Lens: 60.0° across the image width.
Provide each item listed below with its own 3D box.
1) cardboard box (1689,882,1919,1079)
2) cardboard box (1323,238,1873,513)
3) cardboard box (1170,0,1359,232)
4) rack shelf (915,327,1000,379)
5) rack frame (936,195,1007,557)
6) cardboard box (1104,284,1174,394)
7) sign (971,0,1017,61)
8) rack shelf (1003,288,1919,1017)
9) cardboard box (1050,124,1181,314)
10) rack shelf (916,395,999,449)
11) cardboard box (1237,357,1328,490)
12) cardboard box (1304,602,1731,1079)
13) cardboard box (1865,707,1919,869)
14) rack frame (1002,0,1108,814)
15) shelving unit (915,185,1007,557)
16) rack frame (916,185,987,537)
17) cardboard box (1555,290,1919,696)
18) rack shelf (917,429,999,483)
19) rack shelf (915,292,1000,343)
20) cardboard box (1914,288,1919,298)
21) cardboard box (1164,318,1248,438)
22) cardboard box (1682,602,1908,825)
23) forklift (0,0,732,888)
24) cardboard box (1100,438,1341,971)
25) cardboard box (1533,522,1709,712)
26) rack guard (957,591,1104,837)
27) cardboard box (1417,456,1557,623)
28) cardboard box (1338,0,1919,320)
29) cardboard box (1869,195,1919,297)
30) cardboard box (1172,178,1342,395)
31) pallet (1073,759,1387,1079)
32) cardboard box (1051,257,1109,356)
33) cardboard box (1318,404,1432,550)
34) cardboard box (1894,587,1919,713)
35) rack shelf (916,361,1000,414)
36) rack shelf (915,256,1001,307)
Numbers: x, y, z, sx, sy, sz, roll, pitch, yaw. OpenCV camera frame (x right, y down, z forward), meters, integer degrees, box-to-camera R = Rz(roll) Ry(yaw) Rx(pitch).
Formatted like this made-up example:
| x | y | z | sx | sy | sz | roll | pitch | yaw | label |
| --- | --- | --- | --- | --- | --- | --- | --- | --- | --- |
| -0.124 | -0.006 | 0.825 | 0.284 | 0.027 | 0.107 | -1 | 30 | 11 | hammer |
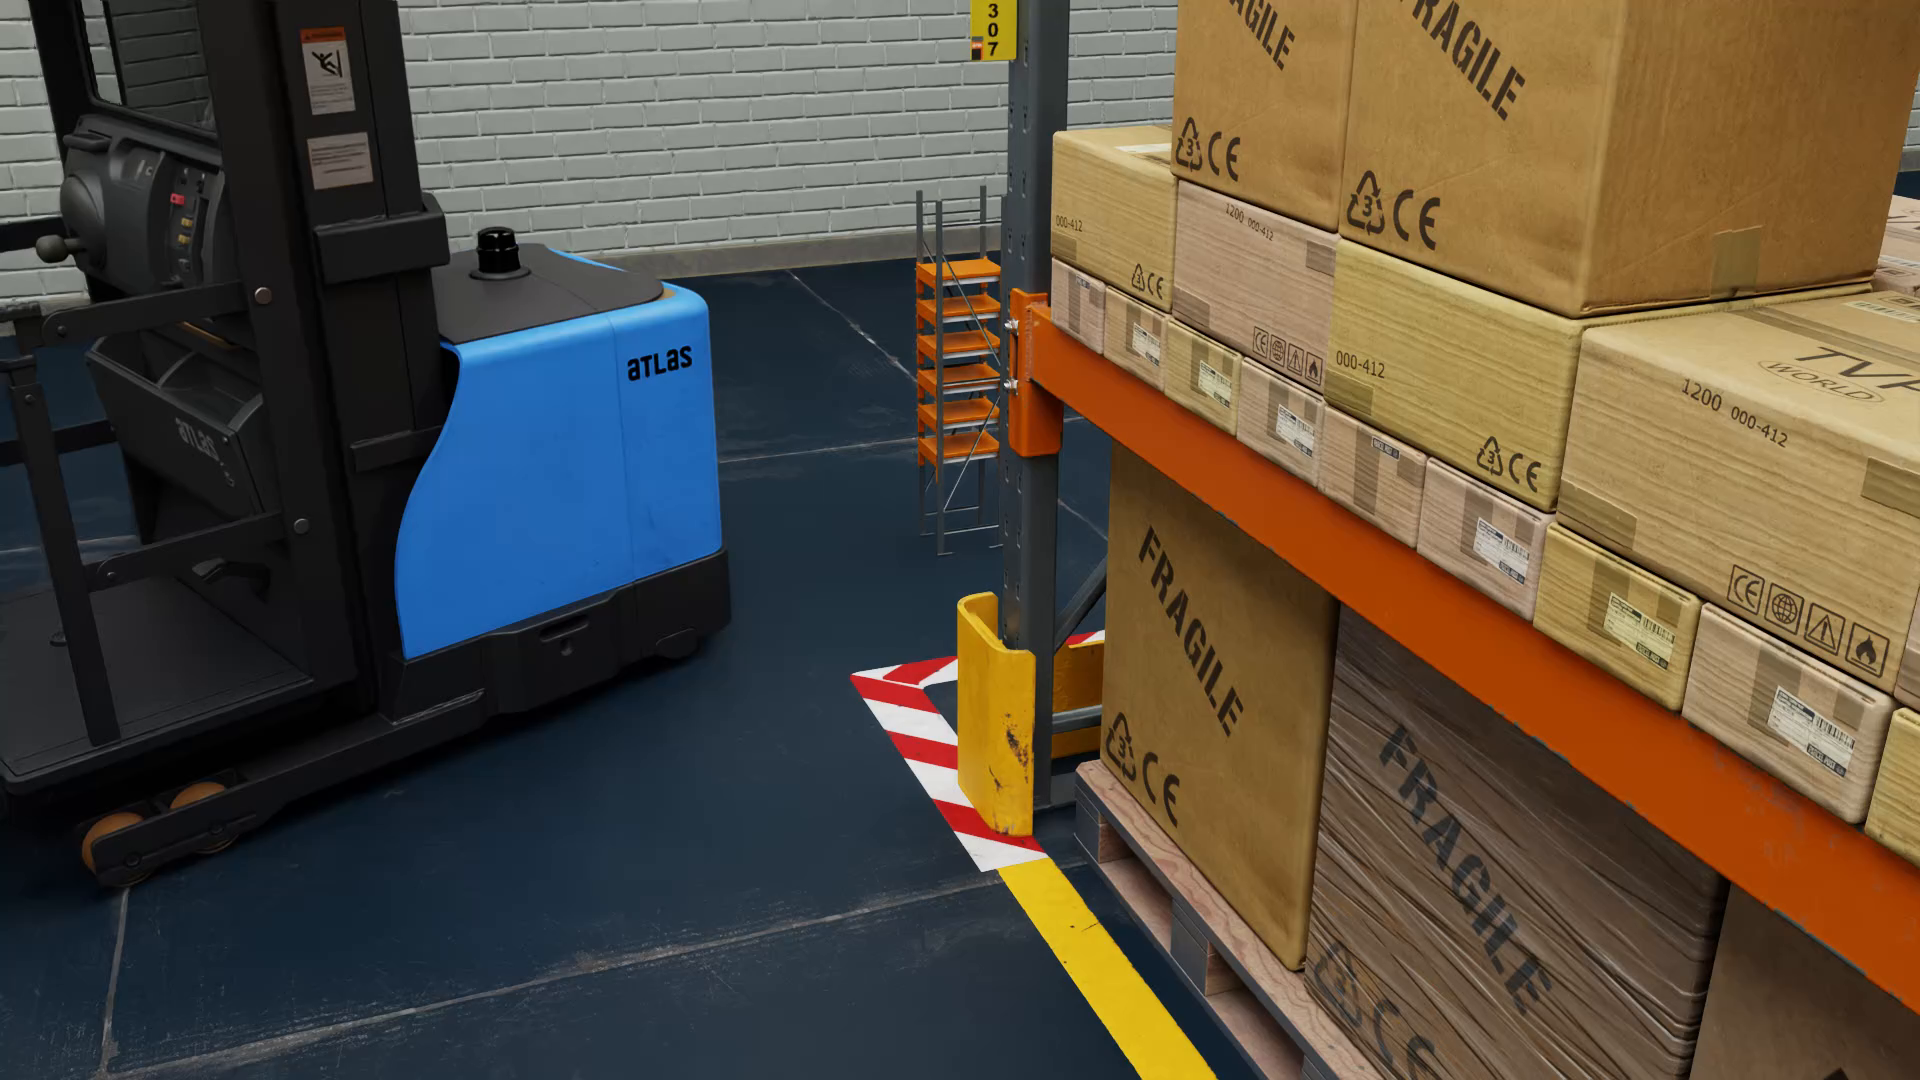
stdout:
| x | y | z | sx | sy | sz | roll | pitch | yaw | label |
| --- | --- | --- | --- | --- | --- | --- | --- | --- | --- |
| 1.528 | 0.875 | 2.008 | 0.875 | 0.875 | 0.875 | -8 | 24 | -19 | cardboard box |
| 0.872 | -0.272 | 2.343 | 0.500 | 0.250 | 0.500 | -9 | 25 | -21 | cardboard box |
| 0.684 | -0.807 | 2.647 | 0.500 | 0.500 | 0.500 | -9 | 24 | -20 | cardboard box |
| 0.005 | -0.617 | 5.475 | 0.258 | 0.103 | 0.180 | -8 | 24 | -19 | rack shelf |
| 0.037 | -0.514 | 5.426 | 0.240 | 1.200 | 0.006 | -8 | 24 | -19 | rack frame |
| 0.499 | -0.403 | 3.169 | 0.380 | 0.149 | 0.250 | -9 | 24 | -20 | cardboard box |
| 0.069 | -1.148 | 3.395 | 0.100 | 0.325 | 0.005 | -8 | 24 | -19 | sign |
| 1.297 | 0.272 | 2.169 | 1.077 | 0.370 | 4.000 | -8 | 24 | -19 | rack shelf |
| 0.508 | -0.643 | 3.224 | 0.500 | 0.250 | 0.500 | -9 | 24 | -20 | cardboard box |
| 0.005 | -0.396 | 5.568 | 0.258 | 0.103 | 0.180 | -8 | 24 | -19 | rack shelf |
| 0.683 | -0.216 | 2.723 | 0.380 | 0.149 | 0.250 | -9 | 24 | -20 | cardboard box |
| 1.213 | 0.551 | 2.775 | 0.875 | 0.875 | 0.875 | -8 | 24 | -19 | cardboard box |
| 1.135 | 0.250 | 1.618 | 0.380 | 0.149 | 0.250 | -9 | 24 | -20 | cardboard box |
| 0.591 | -0.786 | 3.754 | 1.000 | 3.000 | 0.127 | -8 | 24 | -19 | rack frame |
| 0.005 | -0.548 | 5.504 | 0.258 | 1.200 | 0.189 | -8 | 24 | -19 | shelving unit |
| -0.027 | -0.581 | 5.583 | 0.240 | 1.200 | 0.006 | -8 | 24 | -19 | rack frame |
| 1.061 | -0.083 | 1.895 | 0.500 | 0.250 | 0.500 | -9 | 24 | -20 | cardboard box |
| 0.005 | -0.286 | 5.615 | 0.258 | 0.103 | 0.180 | -8 | 24 | -19 | rack shelf |
| 0.005 | -0.728 | 5.429 | 0.258 | 0.103 | 0.180 | -8 | 24 | -19 | rack shelf |
| 1.557 | -0.157 | 2.070 | 0.500 | 0.250 | 0.500 | -8 | 24 | -19 | cardboard box |
| 0.590 | -0.310 | 2.948 | 0.380 | 0.149 | 0.250 | -9 | 24 | -20 | cardboard box |
| 1.046 | 0.157 | 1.838 | 0.380 | 0.149 | 0.250 | -8 | 24 | -18 | cardboard box |
| -2.087 | -0.775 | 3.816 | 3.031 | 2.935 | 1.130 | -21 | 31 | -40 | forklift |
| 0.892 | 0.221 | 3.559 | 0.875 | 0.875 | 0.875 | -8 | 24 | -19 | cardboard box |
| 0.952 | 0.062 | 2.064 | 0.380 | 0.149 | 0.250 | -9 | 24 | -20 | cardboard box |
| 0.582 | 0.357 | 4.260 | 1.175 | 0.500 | 0.348 | -8 | 24 | -19 | rack guard |
| 0.864 | -0.030 | 2.282 | 0.380 | 0.149 | 0.250 | -9 | 24 | -20 | cardboard box |
| 0.873 | -0.619 | 2.202 | 0.500 | 0.500 | 0.500 | -9 | 24 | -20 | cardboard box |
| 1.369 | -0.345 | 2.518 | 0.500 | 0.250 | 0.500 | -9 | 25 | -21 | cardboard box |
| 0.698 | -0.455 | 2.778 | 0.500 | 0.250 | 0.500 | -9 | 24 | -20 | cardboard box |
| 0.946 | 0.778 | 3.632 | 1.003 | 0.211 | 1.213 | -8 | 24 | -19 | pallet |
| 0.407 | -0.496 | 3.389 | 0.380 | 0.149 | 0.250 | -8 | 24 | -18 | cardboard box |
| 0.772 | -0.123 | 2.504 | 0.380 | 0.149 | 0.250 | -9 | 24 | -20 | cardboard box |
| 1.237 | 0.101 | 1.457 | 0.500 | 0.250 | 0.500 | -8 | 24 | -18 | cardboard box |
| 0.005 | -0.507 | 5.522 | 0.258 | 0.103 | 0.180 | -8 | 24 | -19 | rack shelf |
| 0.005 | -0.838 | 5.382 | 0.258 | 0.103 | 0.180 | -8 | 24 | -19 | rack shelf |
